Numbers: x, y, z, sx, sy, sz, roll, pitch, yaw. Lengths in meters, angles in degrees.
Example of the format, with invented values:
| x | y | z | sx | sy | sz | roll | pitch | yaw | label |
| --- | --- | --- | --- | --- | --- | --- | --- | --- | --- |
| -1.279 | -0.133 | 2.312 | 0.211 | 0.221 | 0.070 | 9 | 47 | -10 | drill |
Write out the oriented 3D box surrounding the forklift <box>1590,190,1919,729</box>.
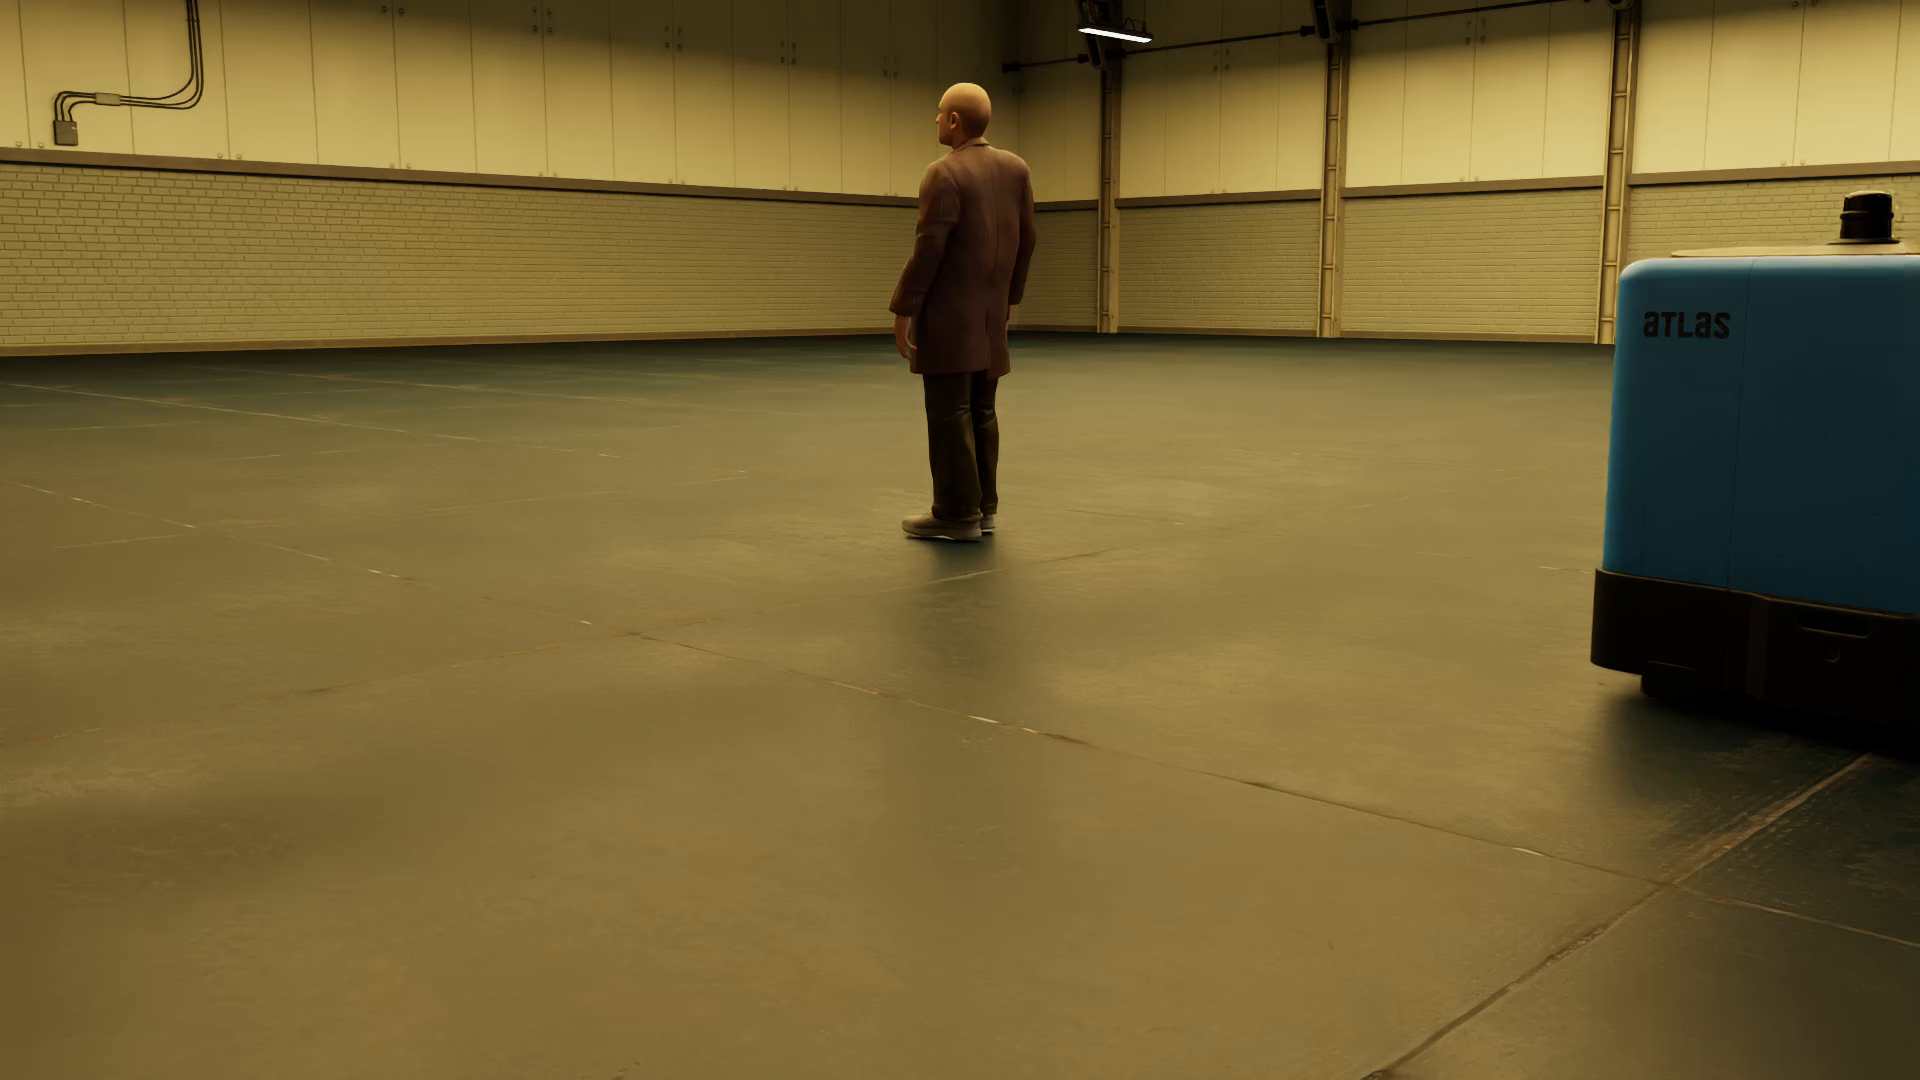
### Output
| x | y | z | sx | sy | sz | roll | pitch | yaw | label |
| --- | --- | --- | --- | --- | --- | --- | --- | --- | --- |
| 2.902 | -0.943 | 3.135 | 1.130 | 2.935 | 3.031 | -7 | 11 | -38 | forklift |

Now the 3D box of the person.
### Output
| x | y | z | sx | sy | sz | roll | pitch | yaw | label |
| --- | --- | --- | --- | --- | --- | --- | --- | --- | --- |
| -0.062 | -0.896 | 6.650 | 0.582 | 1.776 | 0.696 | 8 | 12 | 43 | person |
